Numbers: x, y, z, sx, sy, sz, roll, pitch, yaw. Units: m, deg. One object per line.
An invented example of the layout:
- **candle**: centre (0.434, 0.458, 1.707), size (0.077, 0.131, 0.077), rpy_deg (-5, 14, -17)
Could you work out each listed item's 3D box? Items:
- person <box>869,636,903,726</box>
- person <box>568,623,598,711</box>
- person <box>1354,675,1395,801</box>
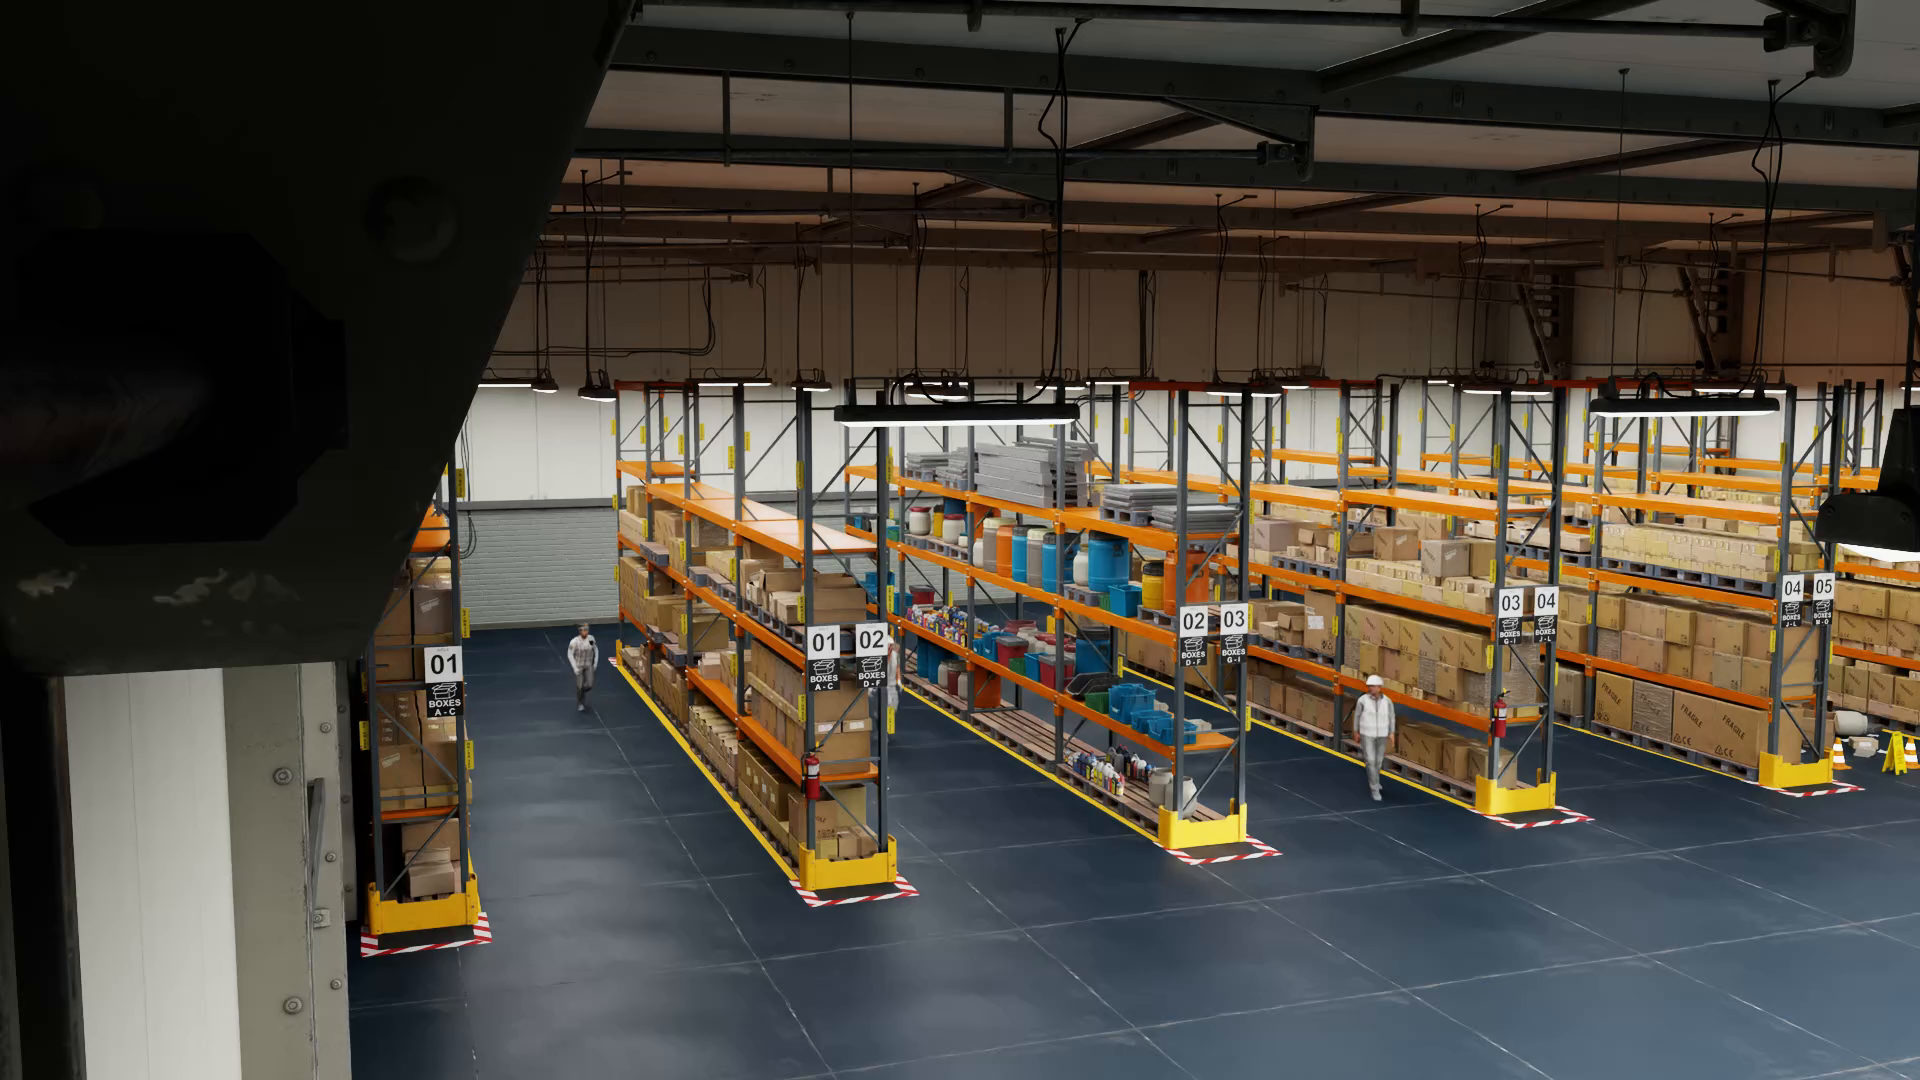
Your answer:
- **person**: centre (-1.292, 2.412, 27.986), size (0.614, 1.654, 0.831), rpy_deg (-4, 7, -36)
- **person**: centre (-6.942, 2.303, 30.580), size (0.578, 1.635, 0.542), rpy_deg (-3, 7, -26)
- **person**: centre (6.111, 2.889, 24.465), size (0.568, 1.812, 0.761), rpy_deg (0, 6, -1)
